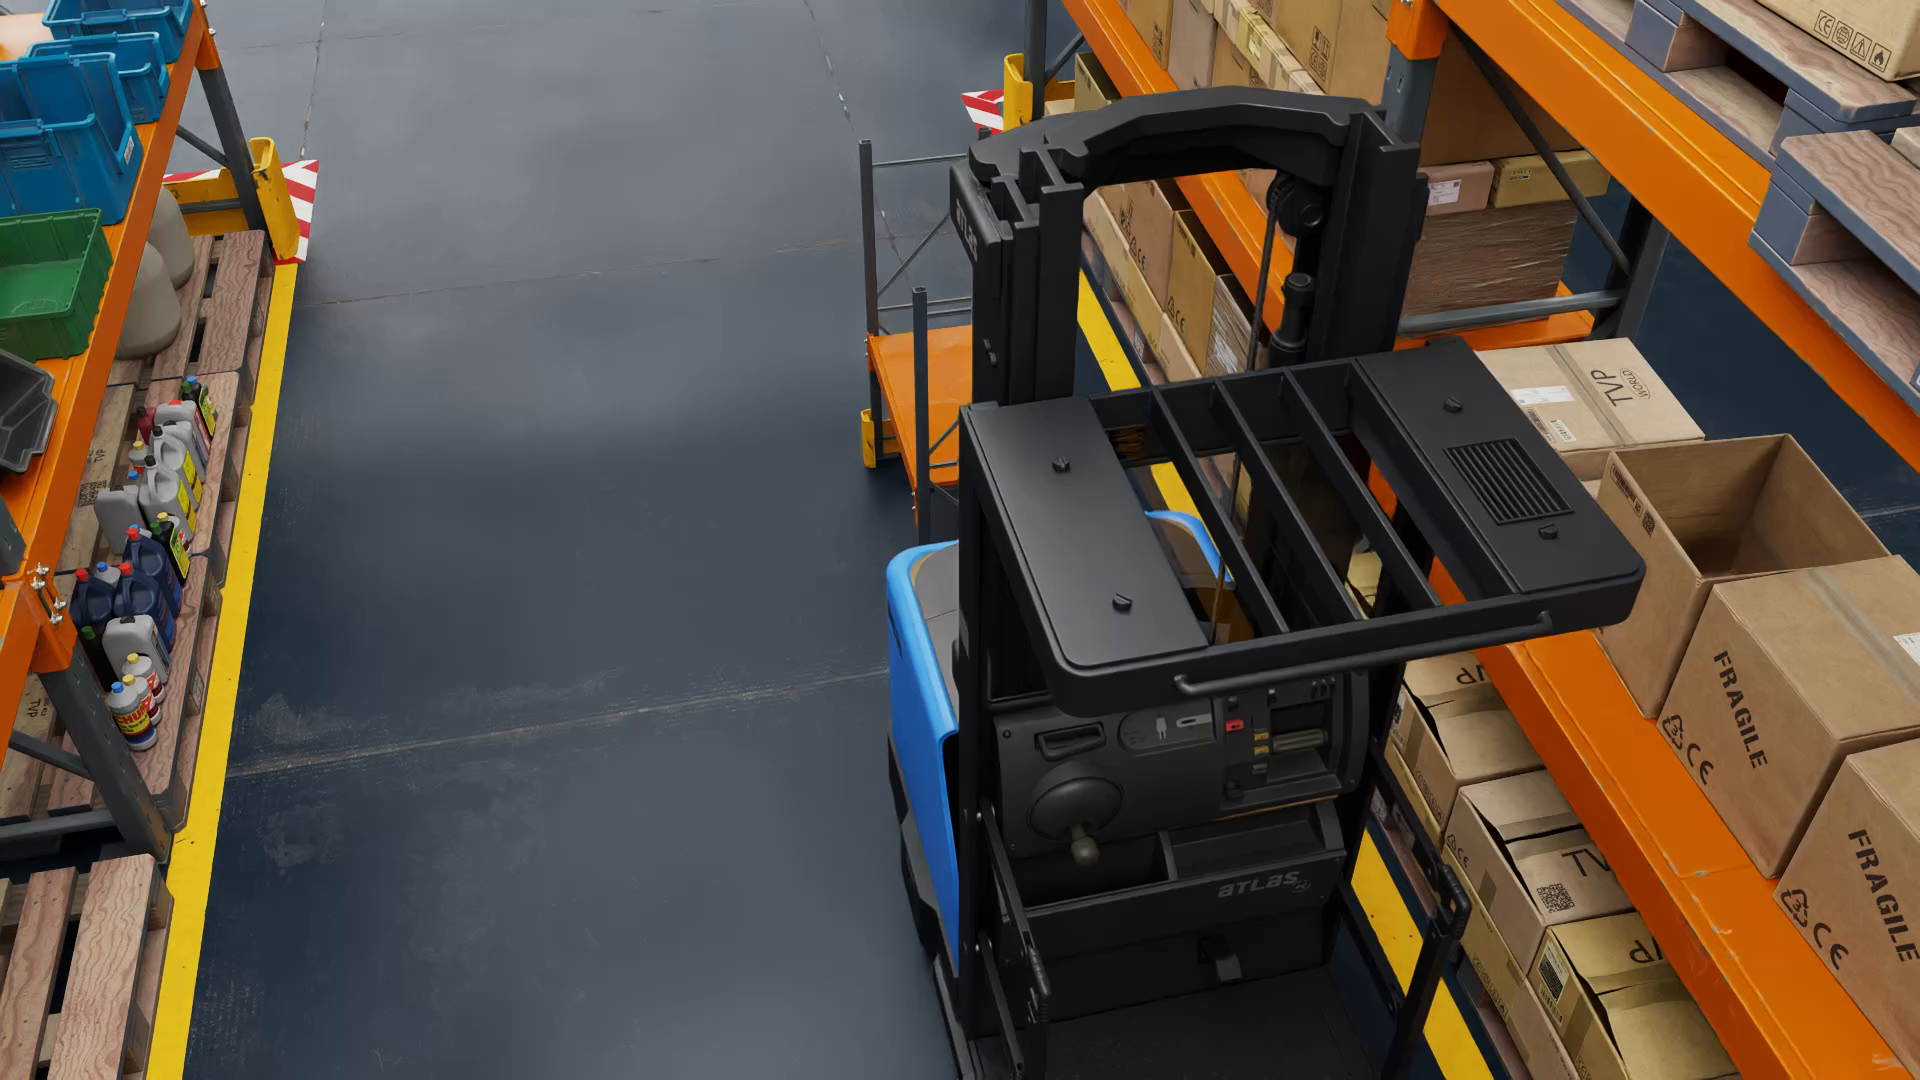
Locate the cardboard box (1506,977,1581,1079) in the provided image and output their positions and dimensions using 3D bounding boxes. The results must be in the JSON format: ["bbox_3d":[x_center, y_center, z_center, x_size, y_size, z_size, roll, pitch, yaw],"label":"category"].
[{"bbox_3d":[1.879,1.450,4.612,0.500,0.250,0.500,-8,42,-8],"label":"cardboard box"}]

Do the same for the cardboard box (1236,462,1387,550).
[{"bbox_3d":[1.388,-0.113,6.372,0.500,0.250,0.500,-8,42,-9],"label":"cardboard box"}]

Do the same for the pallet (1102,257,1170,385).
[{"bbox_3d":[1.304,-0.986,7.701,1.003,0.211,1.213,-8,42,-9],"label":"pallet"}]

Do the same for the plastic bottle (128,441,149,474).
[{"bbox_3d":[-3.235,-0.303,6.609,0.097,0.201,0.097,0,42,0],"label":"plastic bottle"}]

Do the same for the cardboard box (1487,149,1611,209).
[{"bbox_3d":[1.833,-1.197,5.275,0.380,0.149,0.250,-8,42,-9],"label":"cardboard box"}]

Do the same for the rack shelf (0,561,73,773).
[{"bbox_3d":[-2.704,1.558,3.277,1.077,0.370,4.000,-8,42,-9],"label":"rack shelf"}]

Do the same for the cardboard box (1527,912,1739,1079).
[{"bbox_3d":[1.881,1.247,4.418,0.500,0.311,0.500,-7,42,-8],"label":"cardboard box"}]

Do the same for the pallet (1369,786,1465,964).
[{"bbox_3d":[1.899,0.800,5.690,1.003,0.211,1.213,-8,42,-9],"label":"pallet"}]

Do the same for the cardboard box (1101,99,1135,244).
[{"bbox_3d":[0.967,-1.691,7.586,0.500,0.500,0.500,-8,42,-9],"label":"cardboard box"}]

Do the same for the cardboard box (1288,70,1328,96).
[{"bbox_3d":[1.324,-1.470,5.583,0.380,0.149,0.250,-10,42,-11],"label":"cardboard box"}]

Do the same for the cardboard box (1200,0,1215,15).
[{"bbox_3d":[1.101,-2.135,6.332,0.380,0.149,0.250,-7,42,-8],"label":"cardboard box"}]

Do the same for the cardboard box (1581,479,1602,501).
[{"bbox_3d":[1.693,-0.017,4.699,0.380,0.149,0.250,-8,42,-9],"label":"cardboard box"}]

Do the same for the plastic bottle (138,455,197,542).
[{"bbox_3d":[-3.037,-0.162,6.337,0.144,0.351,0.185,-9,42,-10],"label":"plastic bottle"}]

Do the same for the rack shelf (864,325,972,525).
[{"bbox_3d":[-0.018,-0.482,6.434,0.538,0.185,1.000,-8,42,-9],"label":"rack shelf"}]

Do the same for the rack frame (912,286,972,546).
[{"bbox_3d":[0.091,-0.287,5.943,0.500,1.500,0.032,-8,42,-9],"label":"rack frame"}]

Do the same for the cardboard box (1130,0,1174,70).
[{"bbox_3d":[1.146,-2.378,7.094,0.700,0.500,0.500,-8,42,-9],"label":"cardboard box"}]

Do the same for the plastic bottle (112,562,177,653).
[{"bbox_3d":[-2.905,0.236,5.888,0.144,0.351,0.185,-7,42,-8],"label":"plastic bottle"}]

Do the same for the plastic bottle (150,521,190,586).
[{"bbox_3d":[-2.940,0.026,6.176,0.061,0.283,0.133,-7,42,-7],"label":"plastic bottle"}]

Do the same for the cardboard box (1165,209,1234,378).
[{"bbox_3d":[1.180,-1.042,6.855,0.500,0.500,0.500,-8,42,-9],"label":"cardboard box"}]

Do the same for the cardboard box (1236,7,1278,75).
[{"bbox_3d":[1.216,-1.800,5.954,0.380,0.149,0.250,-9,42,-9],"label":"cardboard box"}]

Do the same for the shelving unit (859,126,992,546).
[{"bbox_3d":[-0.016,-0.610,6.308,0.587,1.500,1.083,-8,42,-9],"label":"shelving unit"}]

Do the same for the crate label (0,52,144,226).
[{"bbox_3d":[-3.338,-1.459,6.108,0.502,0.435,0.616,-8,42,-9],"label":"crate label"}]

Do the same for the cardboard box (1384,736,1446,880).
[{"bbox_3d":[1.656,0.785,5.361,0.500,0.250,0.500,-7,42,-8],"label":"cardboard box"}]

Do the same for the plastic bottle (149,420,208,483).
[{"bbox_3d":[-3.117,-0.361,6.618,0.152,0.276,0.135,-9,42,-10],"label":"plastic bottle"}]

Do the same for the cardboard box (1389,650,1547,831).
[{"bbox_3d":[1.651,0.576,5.174,0.500,0.311,0.500,-9,42,-10],"label":"cardboard box"}]

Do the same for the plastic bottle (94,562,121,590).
[{"bbox_3d":[-3.054,0.189,6.001,0.097,0.271,0.097,0,42,0],"label":"plastic bottle"}]

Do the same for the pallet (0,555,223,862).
[{"bbox_3d":[-3.240,0.594,5.922,1.003,0.211,1.213,-8,42,-9],"label":"pallet"}]

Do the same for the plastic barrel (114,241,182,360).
[{"bbox_3d":[-3.674,-1.086,7.272,0.421,0.512,0.421,0,42,0],"label":"plastic barrel"}]

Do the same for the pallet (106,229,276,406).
[{"bbox_3d":[-3.766,-0.987,7.703,1.003,0.211,1.213,-8,42,-9],"label":"pallet"}]

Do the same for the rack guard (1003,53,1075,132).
[{"bbox_3d":[0.833,-2.388,9.064,1.175,0.500,0.348,-8,42,-9],"label":"rack guard"}]

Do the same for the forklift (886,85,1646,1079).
[{"bbox_3d":[0.595,0.616,3.848,1.130,2.935,3.031,-9,42,-10],"label":"forklift"}]

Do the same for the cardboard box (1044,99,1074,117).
[{"bbox_3d":[0.737,-2.057,8.562,0.500,0.250,0.500,-8,42,-9],"label":"cardboard box"}]

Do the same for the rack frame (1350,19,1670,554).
[{"bbox_3d":[1.702,-0.715,5.296,1.000,3.000,0.127,-8,42,-9],"label":"rack frame"}]

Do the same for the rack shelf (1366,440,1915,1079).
[{"bbox_3d":[2.134,0.851,4.074,1.077,0.370,4.000,-8,42,-9],"label":"rack shelf"}]

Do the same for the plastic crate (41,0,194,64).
[{"bbox_3d":[-3.599,-2.263,7.152,0.499,0.251,0.616,-8,42,-9],"label":"plastic crate"}]

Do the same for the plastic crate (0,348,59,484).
[{"bbox_3d":[-3.124,-0.342,4.922,0.767,0.338,0.504,-8,42,-9],"label":"plastic crate"}]

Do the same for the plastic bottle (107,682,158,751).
[{"bbox_3d":[-2.776,0.579,5.562,0.097,0.271,0.097,0,42,0],"label":"plastic bottle"}]

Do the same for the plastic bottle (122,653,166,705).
[{"bbox_3d":[-2.820,0.473,5.734,0.097,0.201,0.097,0,42,0],"label":"plastic bottle"}]

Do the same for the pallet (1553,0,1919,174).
[{"bbox_3d":[1.905,-1.195,3.721,0.805,0.209,1.217,-10,43,-11],"label":"pallet"}]

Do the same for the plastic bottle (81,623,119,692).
[{"bbox_3d":[-2.977,0.385,5.772,0.061,0.283,0.133,-8,42,-9],"label":"plastic bottle"}]

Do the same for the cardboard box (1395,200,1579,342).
[{"bbox_3d":[1.600,-1.039,5.585,0.700,0.500,0.500,-9,42,-10],"label":"cardboard box"}]

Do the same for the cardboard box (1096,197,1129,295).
[{"bbox_3d":[0.956,-1.409,7.833,0.500,0.250,0.500,-8,42,-9],"label":"cardboard box"}]

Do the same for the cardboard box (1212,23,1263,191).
[{"bbox_3d":[1.375,-1.706,6.336,0.700,0.500,0.500,-8,42,-9],"label":"cardboard box"}]

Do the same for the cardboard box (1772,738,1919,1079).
[{"bbox_3d":[2.187,0.755,3.564,0.500,0.500,0.500,-10,43,-12],"label":"cardboard box"}]

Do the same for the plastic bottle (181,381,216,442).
[{"bbox_3d":[-3.131,-0.548,6.823,0.061,0.283,0.133,-7,42,-8],"label":"plastic bottle"}]

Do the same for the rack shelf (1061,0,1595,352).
[{"bbox_3d":[1.270,-1.742,6.995,1.077,0.370,4.000,-8,42,-9],"label":"rack shelf"}]

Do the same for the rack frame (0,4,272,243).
[{"bbox_3d":[-3.999,-2.600,7.420,1.000,3.000,0.127,-8,42,-9],"label":"rack frame"}]

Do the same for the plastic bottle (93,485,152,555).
[{"bbox_3d":[-3.176,-0.096,6.319,0.152,0.276,0.135,-8,42,-9],"label":"plastic bottle"}]

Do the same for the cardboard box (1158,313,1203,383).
[{"bbox_3d":[1.168,-0.760,7.102,0.500,0.250,0.500,-8,42,-9],"label":"cardboard box"}]

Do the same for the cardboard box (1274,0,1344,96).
[{"bbox_3d":[1.490,-1.851,5.524,0.700,0.500,0.500,-8,42,-9],"label":"cardboard box"}]

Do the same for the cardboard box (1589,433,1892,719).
[{"bbox_3d":[1.965,0.090,4.314,0.500,0.500,0.500,-6,42,-6],"label":"cardboard box"}]
